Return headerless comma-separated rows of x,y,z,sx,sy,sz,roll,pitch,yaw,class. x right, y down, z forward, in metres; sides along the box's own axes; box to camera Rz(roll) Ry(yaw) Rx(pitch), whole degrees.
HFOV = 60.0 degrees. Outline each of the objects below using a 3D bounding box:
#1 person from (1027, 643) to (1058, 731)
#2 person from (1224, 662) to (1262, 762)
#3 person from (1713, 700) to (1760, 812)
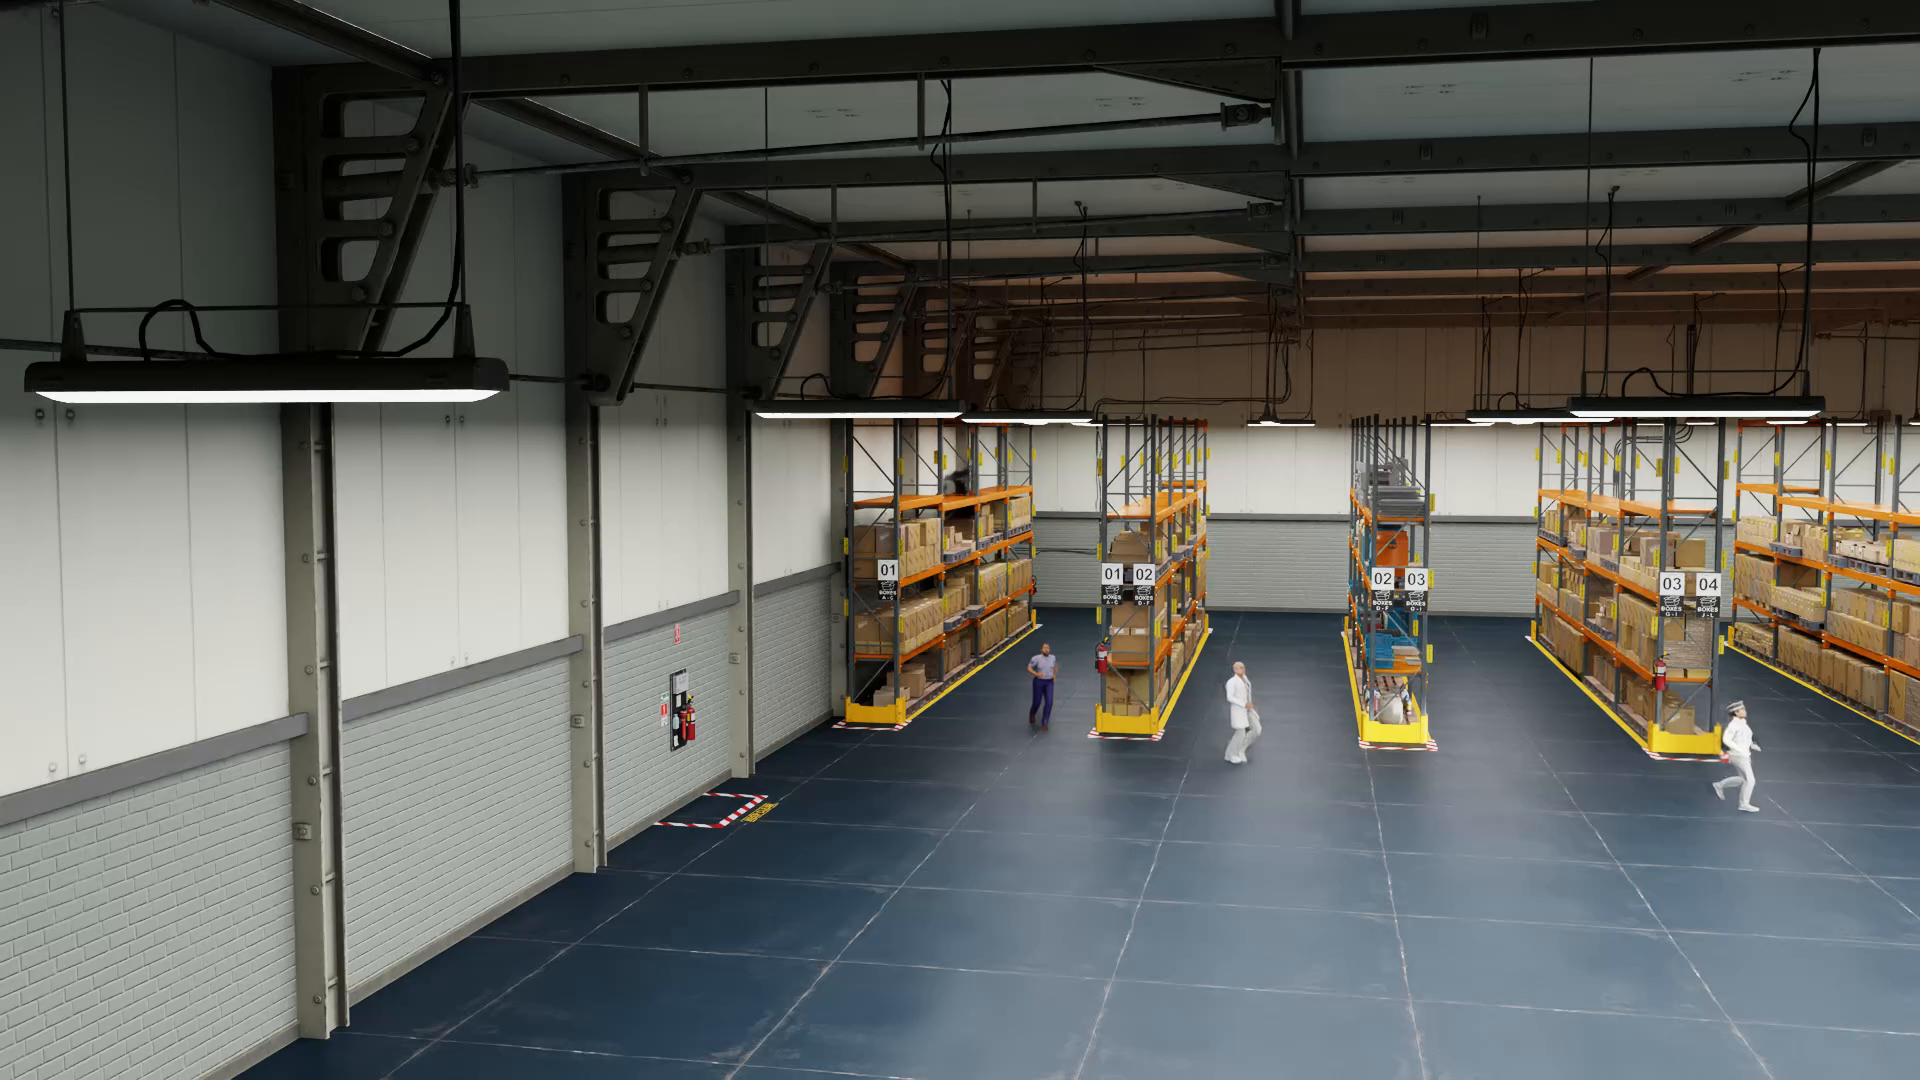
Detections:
1.596,2.799,31.907,0.633,1.680,0.792,-1,4,-12,person
4.838,2.950,28.501,0.668,1.735,0.722,4,5,44,person
11.679,3.231,25.000,0.668,1.647,0.620,3,5,39,person
